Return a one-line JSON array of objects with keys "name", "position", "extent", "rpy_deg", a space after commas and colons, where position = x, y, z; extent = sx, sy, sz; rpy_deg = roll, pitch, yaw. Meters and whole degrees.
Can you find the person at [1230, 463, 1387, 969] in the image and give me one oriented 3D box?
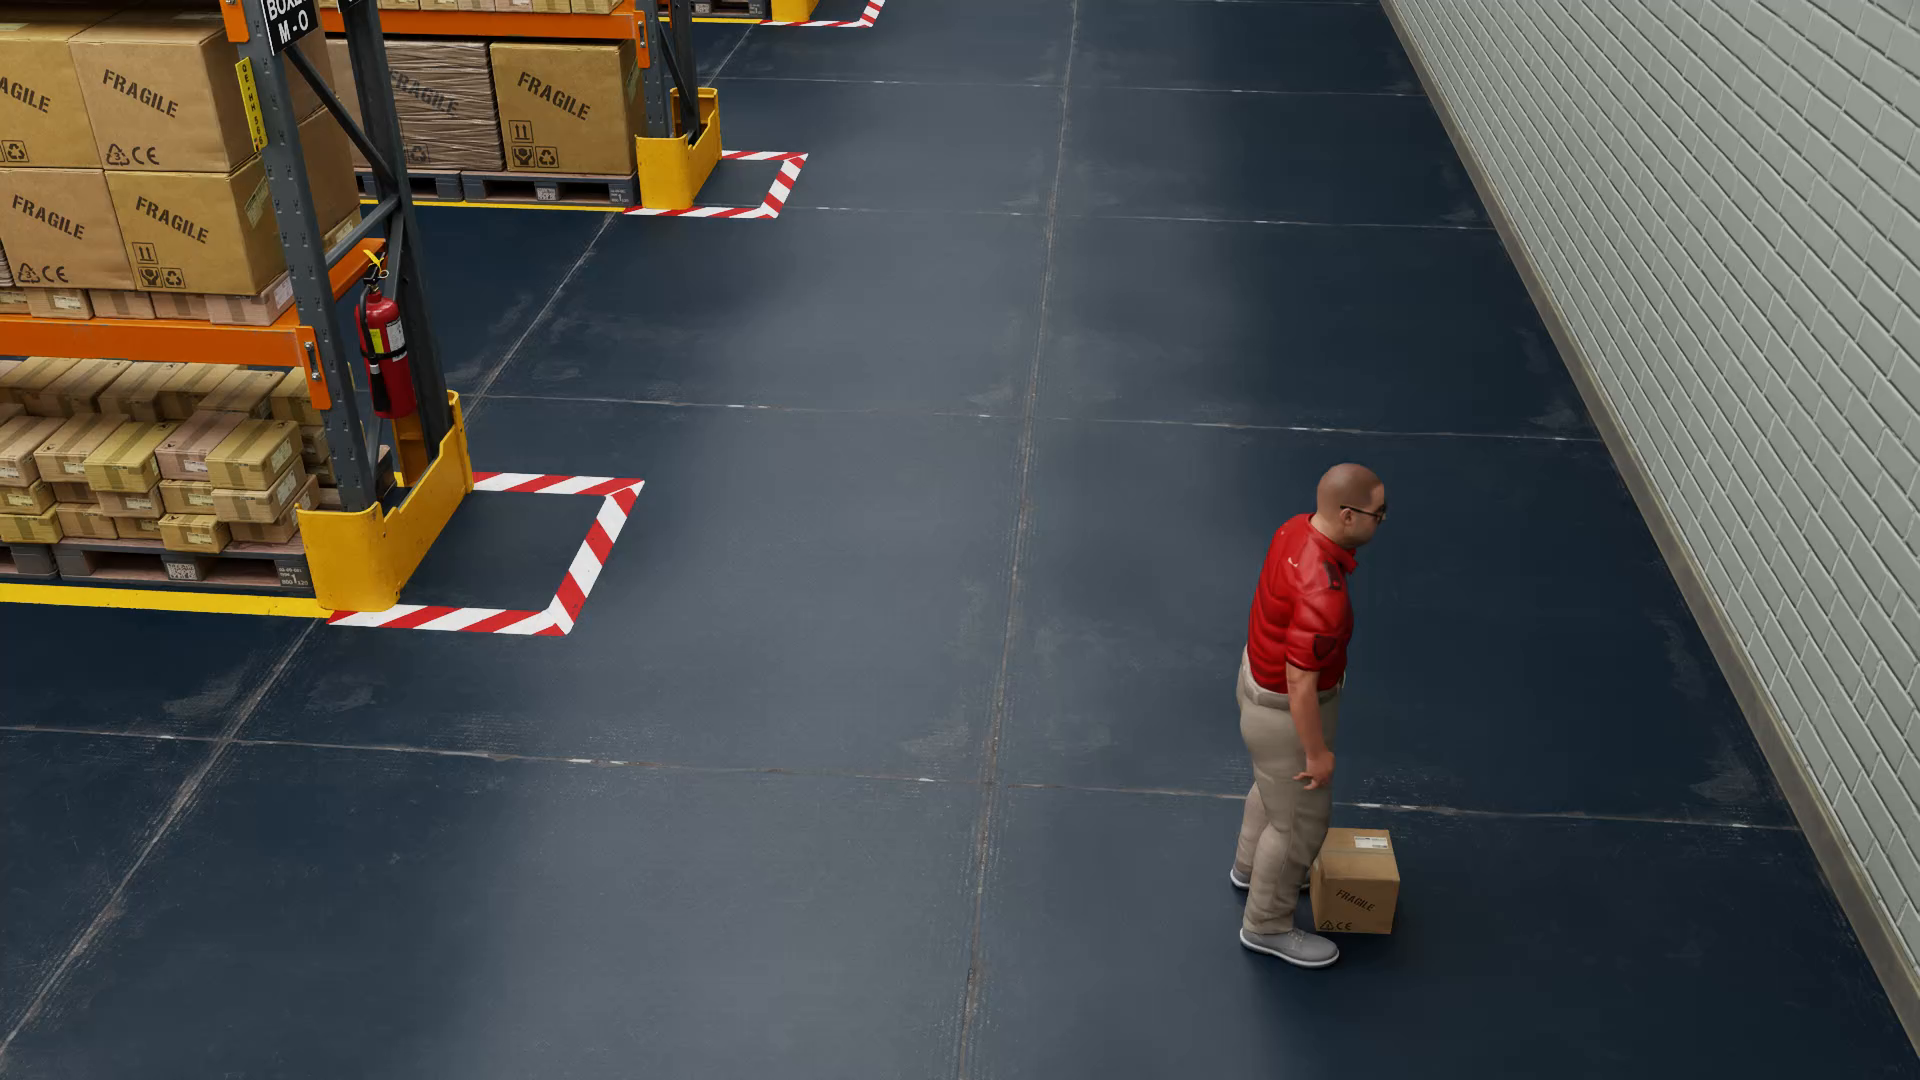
[{"name": "person", "position": [1.082, 0.529, 5.294], "extent": [0.388, 1.726, 0.590], "rpy_deg": [2, 32, 3]}]
